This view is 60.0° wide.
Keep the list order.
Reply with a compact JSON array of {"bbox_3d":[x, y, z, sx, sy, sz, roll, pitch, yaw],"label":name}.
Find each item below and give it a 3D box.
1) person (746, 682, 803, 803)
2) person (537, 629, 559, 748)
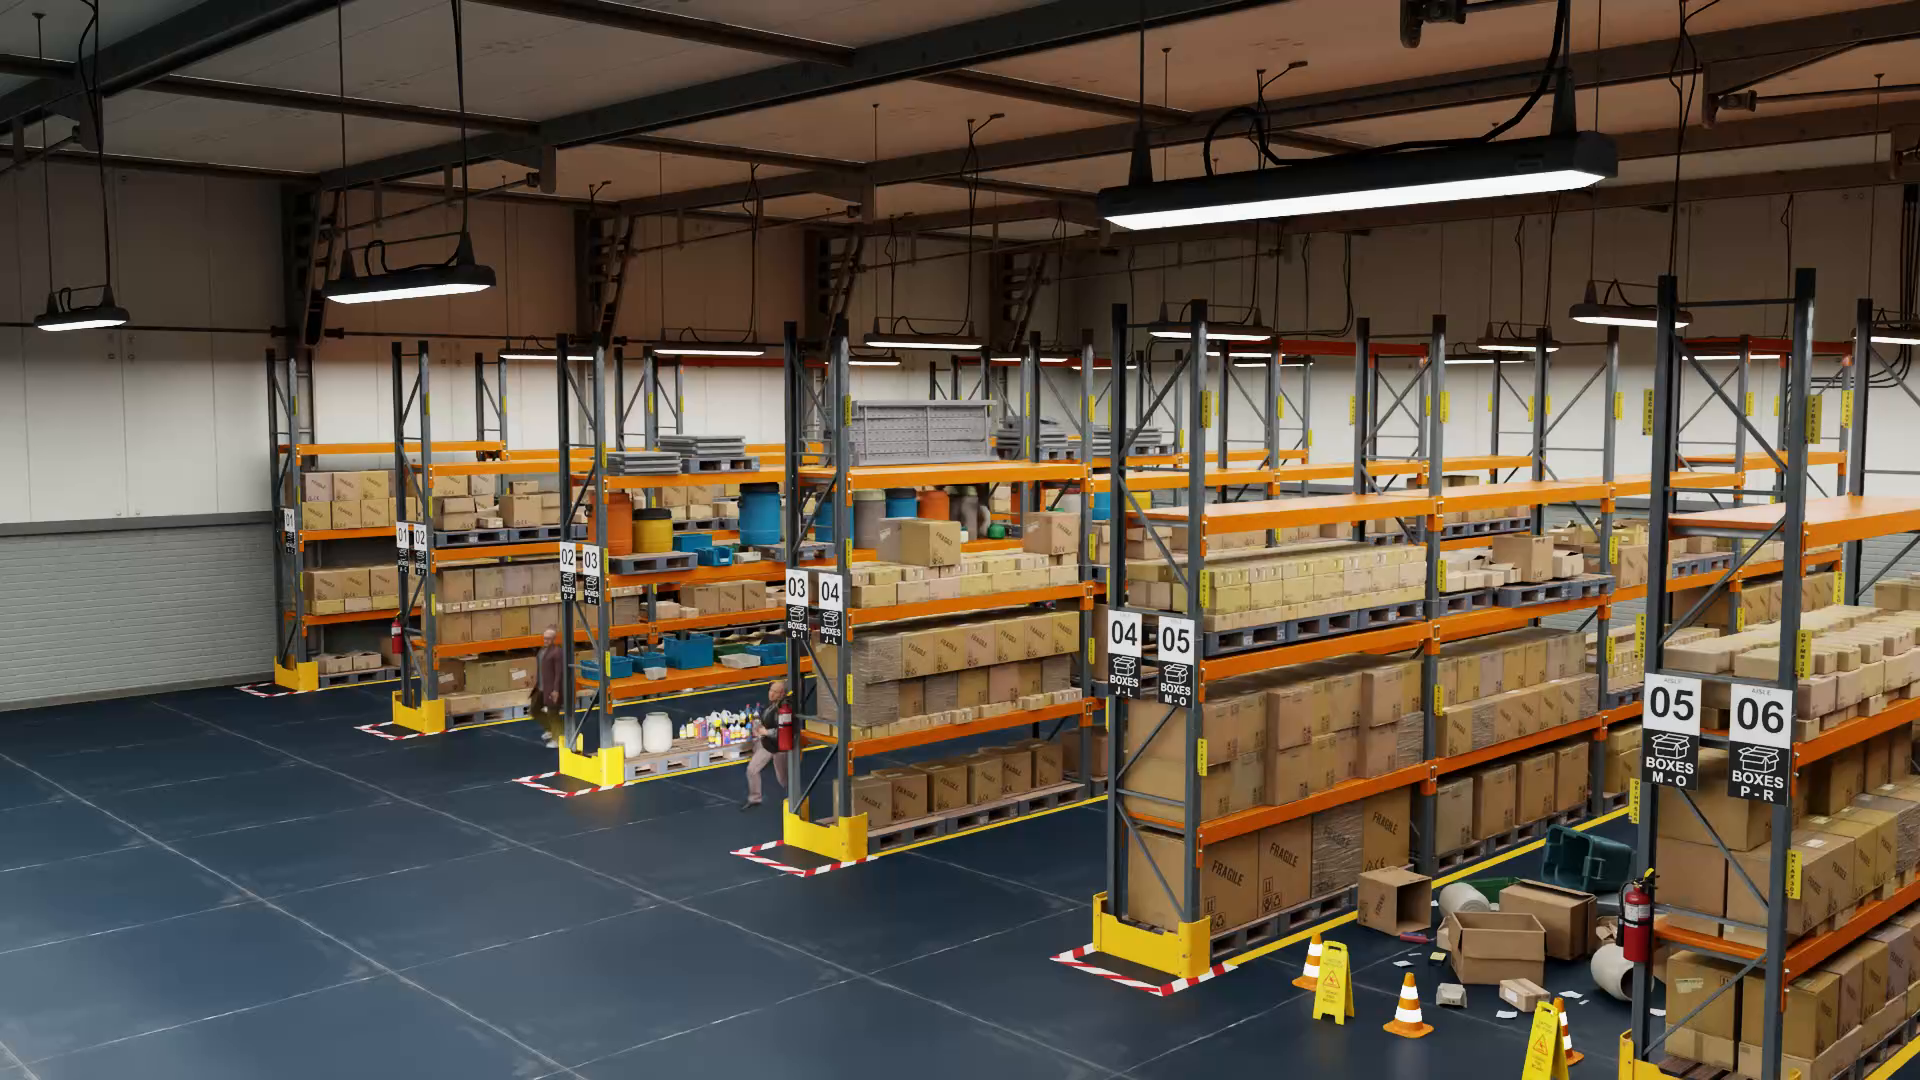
[{"bbox_3d":[-2.235,2.491,20.453,0.762,1.573,0.565,-4,6,-38],"label":"person"},{"bbox_3d":[-5.984,2.161,24.352,0.660,1.764,0.444,4,6,40],"label":"person"}]
